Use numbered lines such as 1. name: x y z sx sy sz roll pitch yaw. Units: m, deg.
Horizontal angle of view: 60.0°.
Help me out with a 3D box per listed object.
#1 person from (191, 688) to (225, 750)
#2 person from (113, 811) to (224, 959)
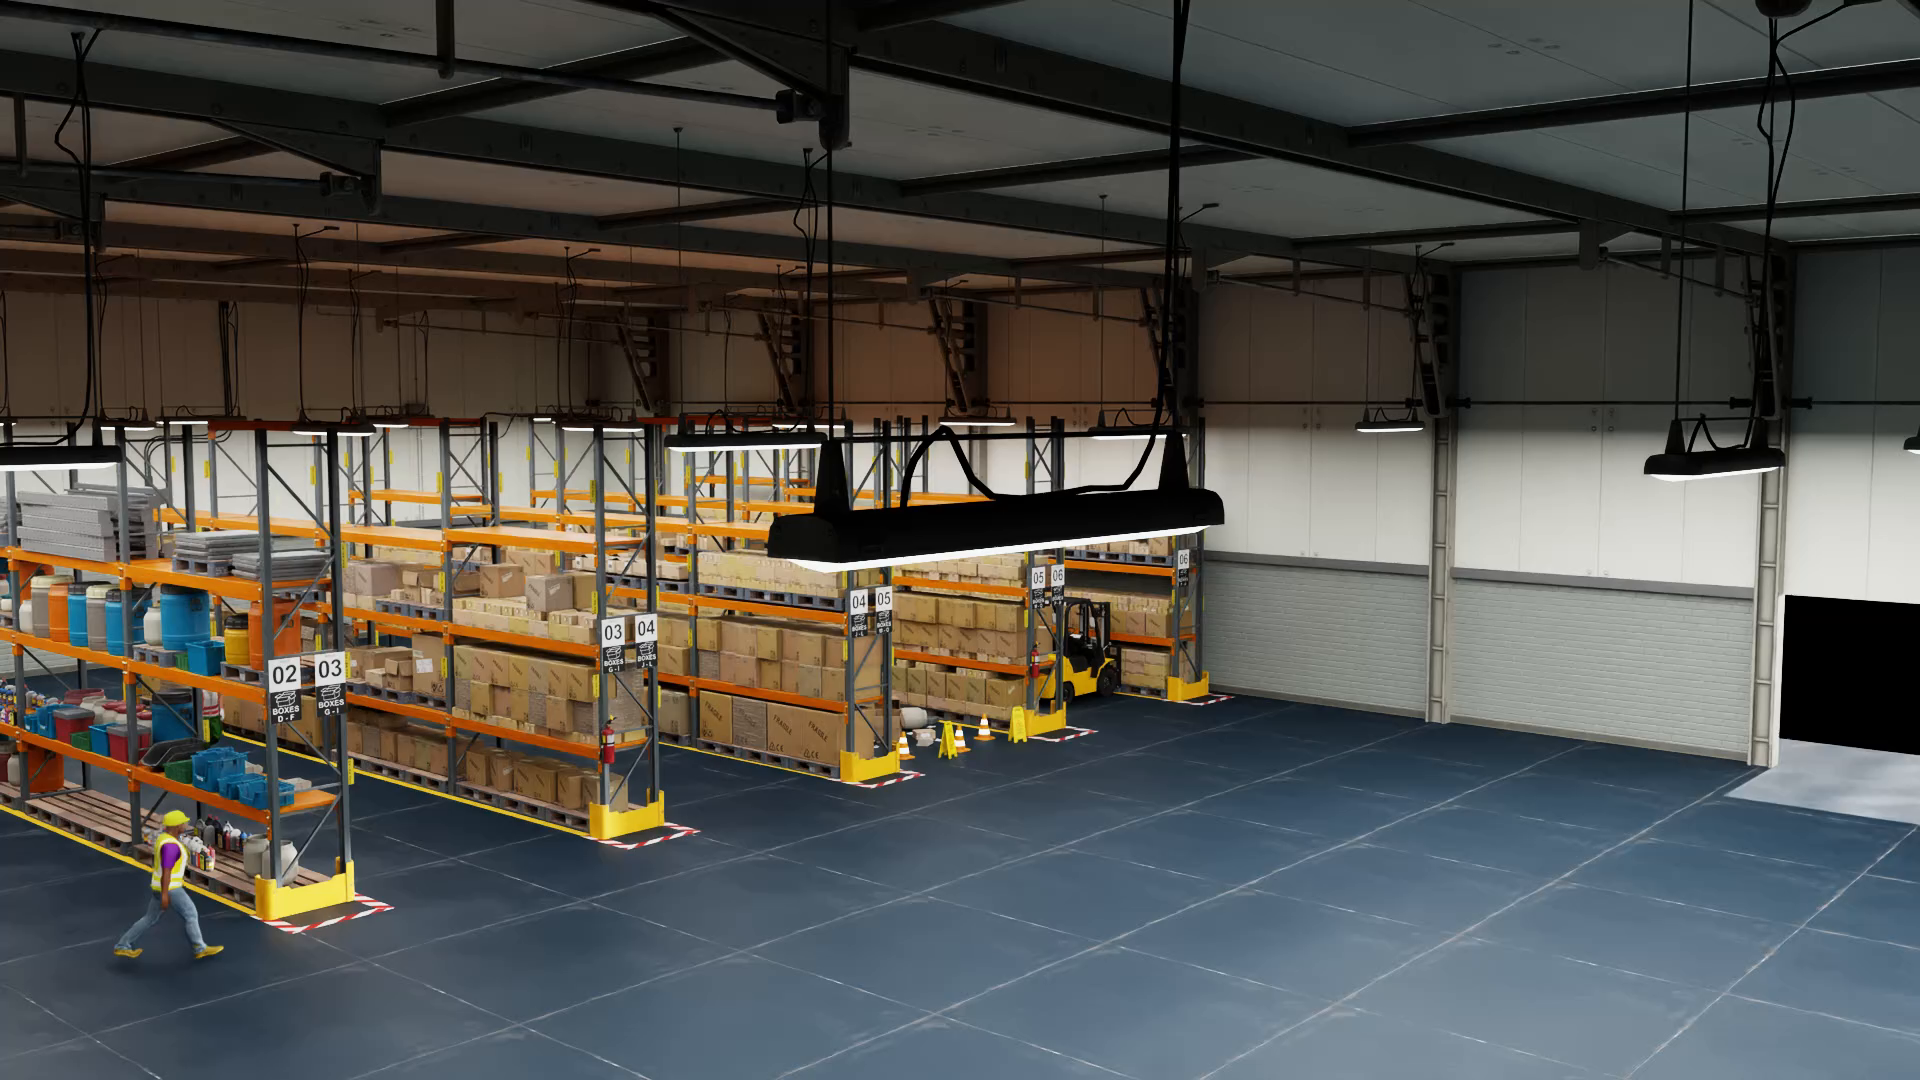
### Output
1. person: -13.161 3.061 28.971 0.673 1.750 0.631 4 6 41
2. person: -8.983 3.918 18.816 1.116 1.711 0.587 -3 5 -30
